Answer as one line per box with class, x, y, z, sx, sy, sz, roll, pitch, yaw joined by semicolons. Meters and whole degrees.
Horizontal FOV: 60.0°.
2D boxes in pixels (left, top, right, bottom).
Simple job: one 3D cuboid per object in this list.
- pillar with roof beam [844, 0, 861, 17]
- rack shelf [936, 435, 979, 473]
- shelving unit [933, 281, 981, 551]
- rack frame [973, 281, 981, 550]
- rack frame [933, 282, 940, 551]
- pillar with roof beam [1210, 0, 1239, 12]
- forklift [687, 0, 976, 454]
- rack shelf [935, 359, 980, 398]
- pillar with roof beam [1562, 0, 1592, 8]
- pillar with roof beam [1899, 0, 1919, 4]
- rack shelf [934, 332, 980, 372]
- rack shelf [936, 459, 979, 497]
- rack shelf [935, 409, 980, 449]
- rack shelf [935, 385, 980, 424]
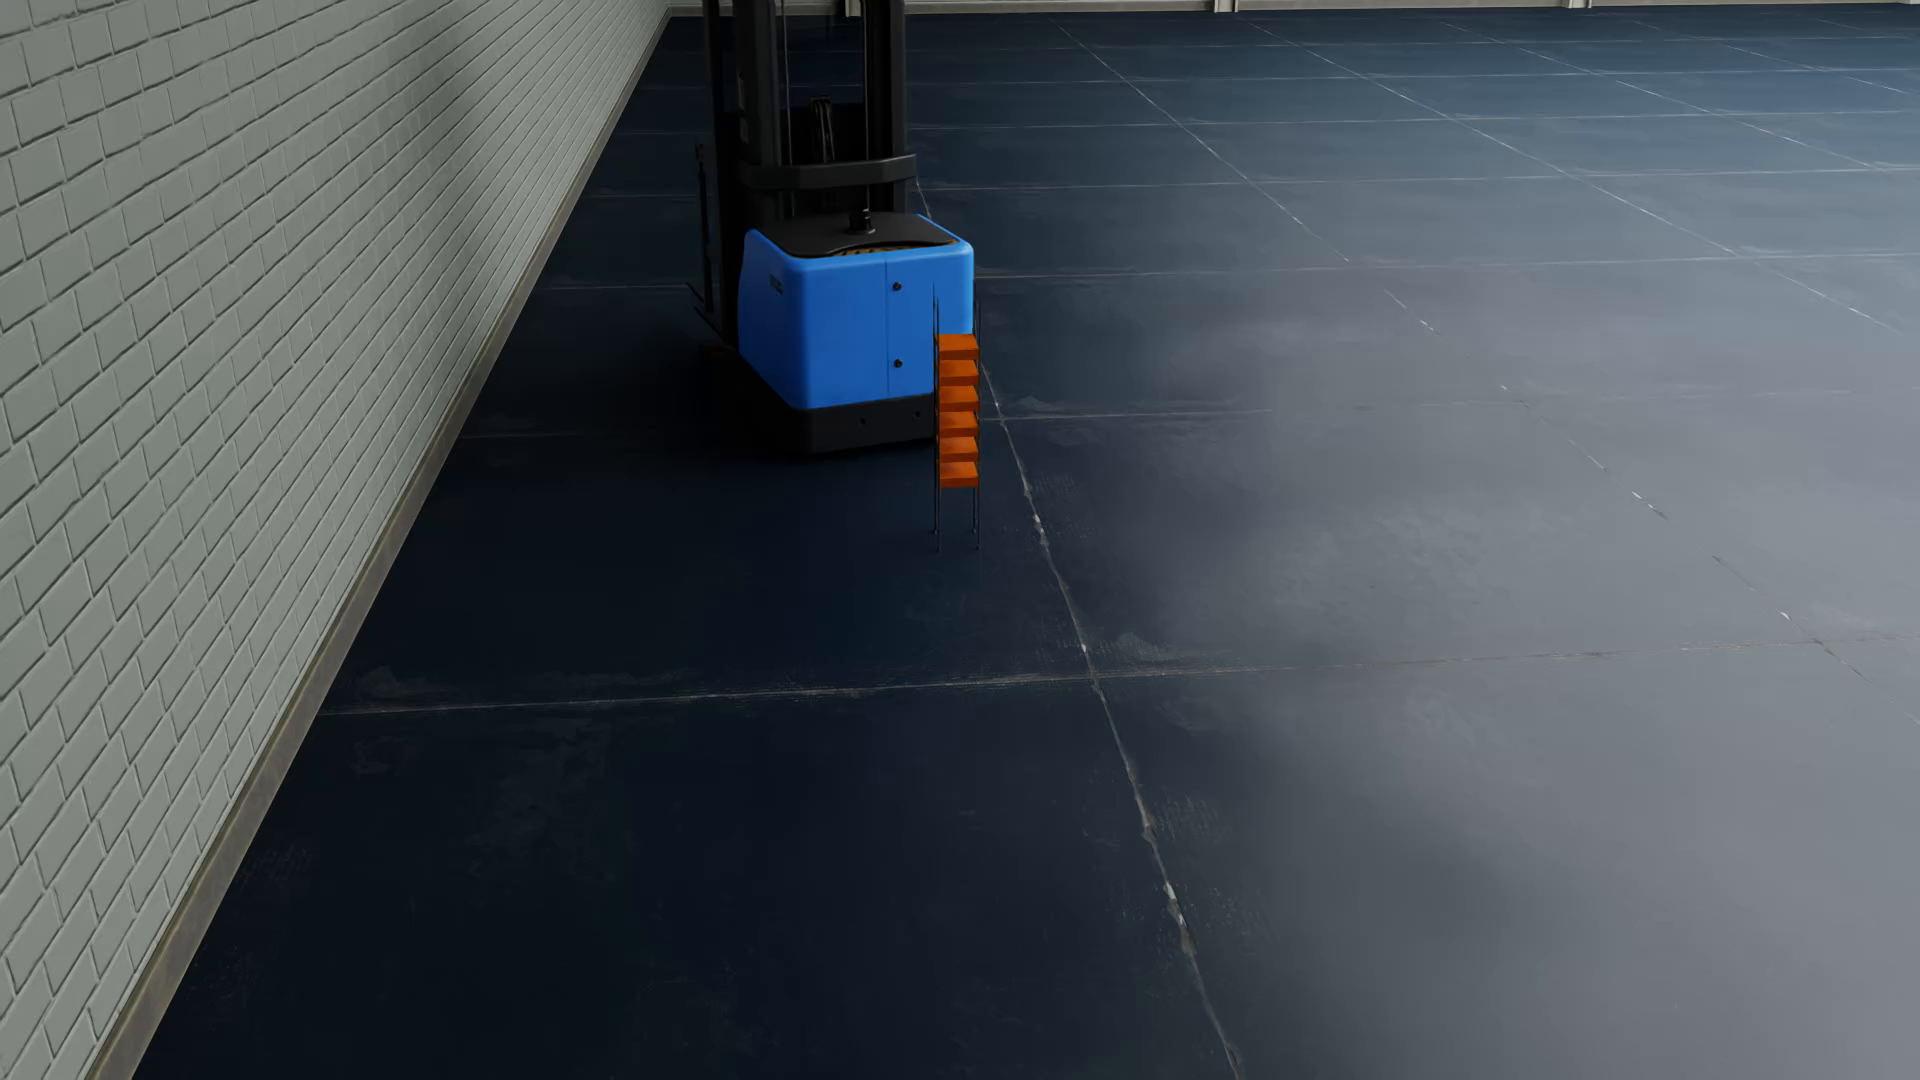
pillar with roof beam;-1.227;-10.799;20.967;0.400;9.000;9.100;-2;24;-5
rack shelf;-0.014;-0.397;7.572;0.180;0.103;0.258;-2;24;-5
shelving unit;-0.014;-0.548;7.505;0.189;1.200;0.258;-2;24;-5
rack frame;0.077;-0.551;7.513;0.006;1.200;0.240;-2;24;-5
rack frame;-0.105;-0.544;7.497;0.006;1.200;0.240;-2;24;-5
pillar with roof beam;4.744;-11.039;21.506;0.400;9.000;9.100;-2;24;-5
forklift;-0.937;-2.352;9.433;1.130;2.935;3.031;-9;26;-20
rack shelf;-0.014;-0.726;7.426;0.180;0.103;0.258;-2;24;-5
pillar with roof beam;10.715;-11.278;22.045;0.400;9.000;9.100;-2;24;-5
pillar with roof beam;16.686;-11.518;22.584;0.400;9.000;9.100;-2;24;-5
rack shelf;-0.014;-0.836;7.377;0.180;0.103;0.258;-2;24;-5
rack shelf;-0.014;-0.288;7.621;0.180;0.103;0.258;-2;24;-5
rack shelf;-0.014;-0.507;7.523;0.180;0.103;0.258;-2;24;-5
rack shelf;-0.014;-0.617;7.474;0.180;0.103;0.258;-2;24;-5
